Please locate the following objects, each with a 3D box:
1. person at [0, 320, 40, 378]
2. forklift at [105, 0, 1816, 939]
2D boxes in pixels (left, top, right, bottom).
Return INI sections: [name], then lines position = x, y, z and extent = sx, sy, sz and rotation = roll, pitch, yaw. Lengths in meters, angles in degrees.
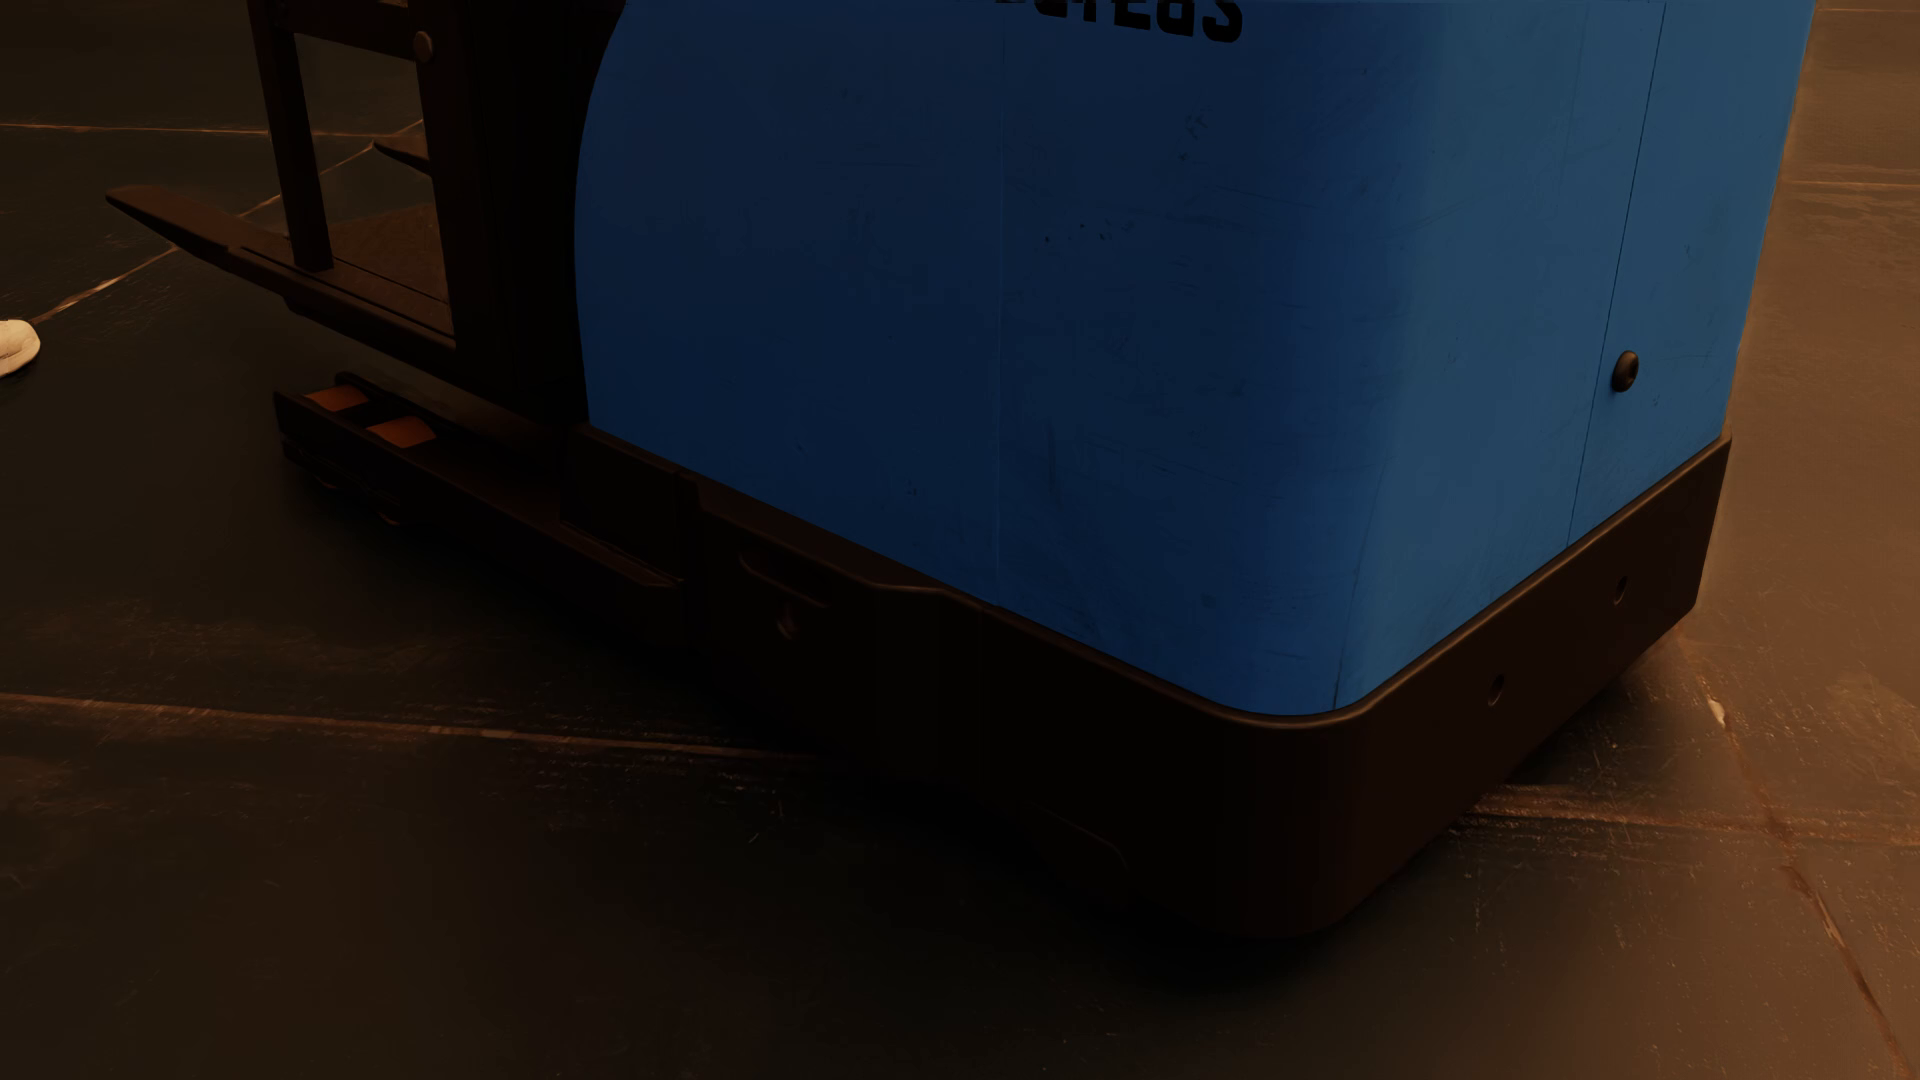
[person]
position = -1.996, -1.029, 2.580
extent = 0.758, 1.769, 0.572
rotation = -3, 27, -5
[forklift]
position = -0.446, -1.482, 2.187
extent = 3.031, 2.935, 1.130
rotation = 23, 34, 38
